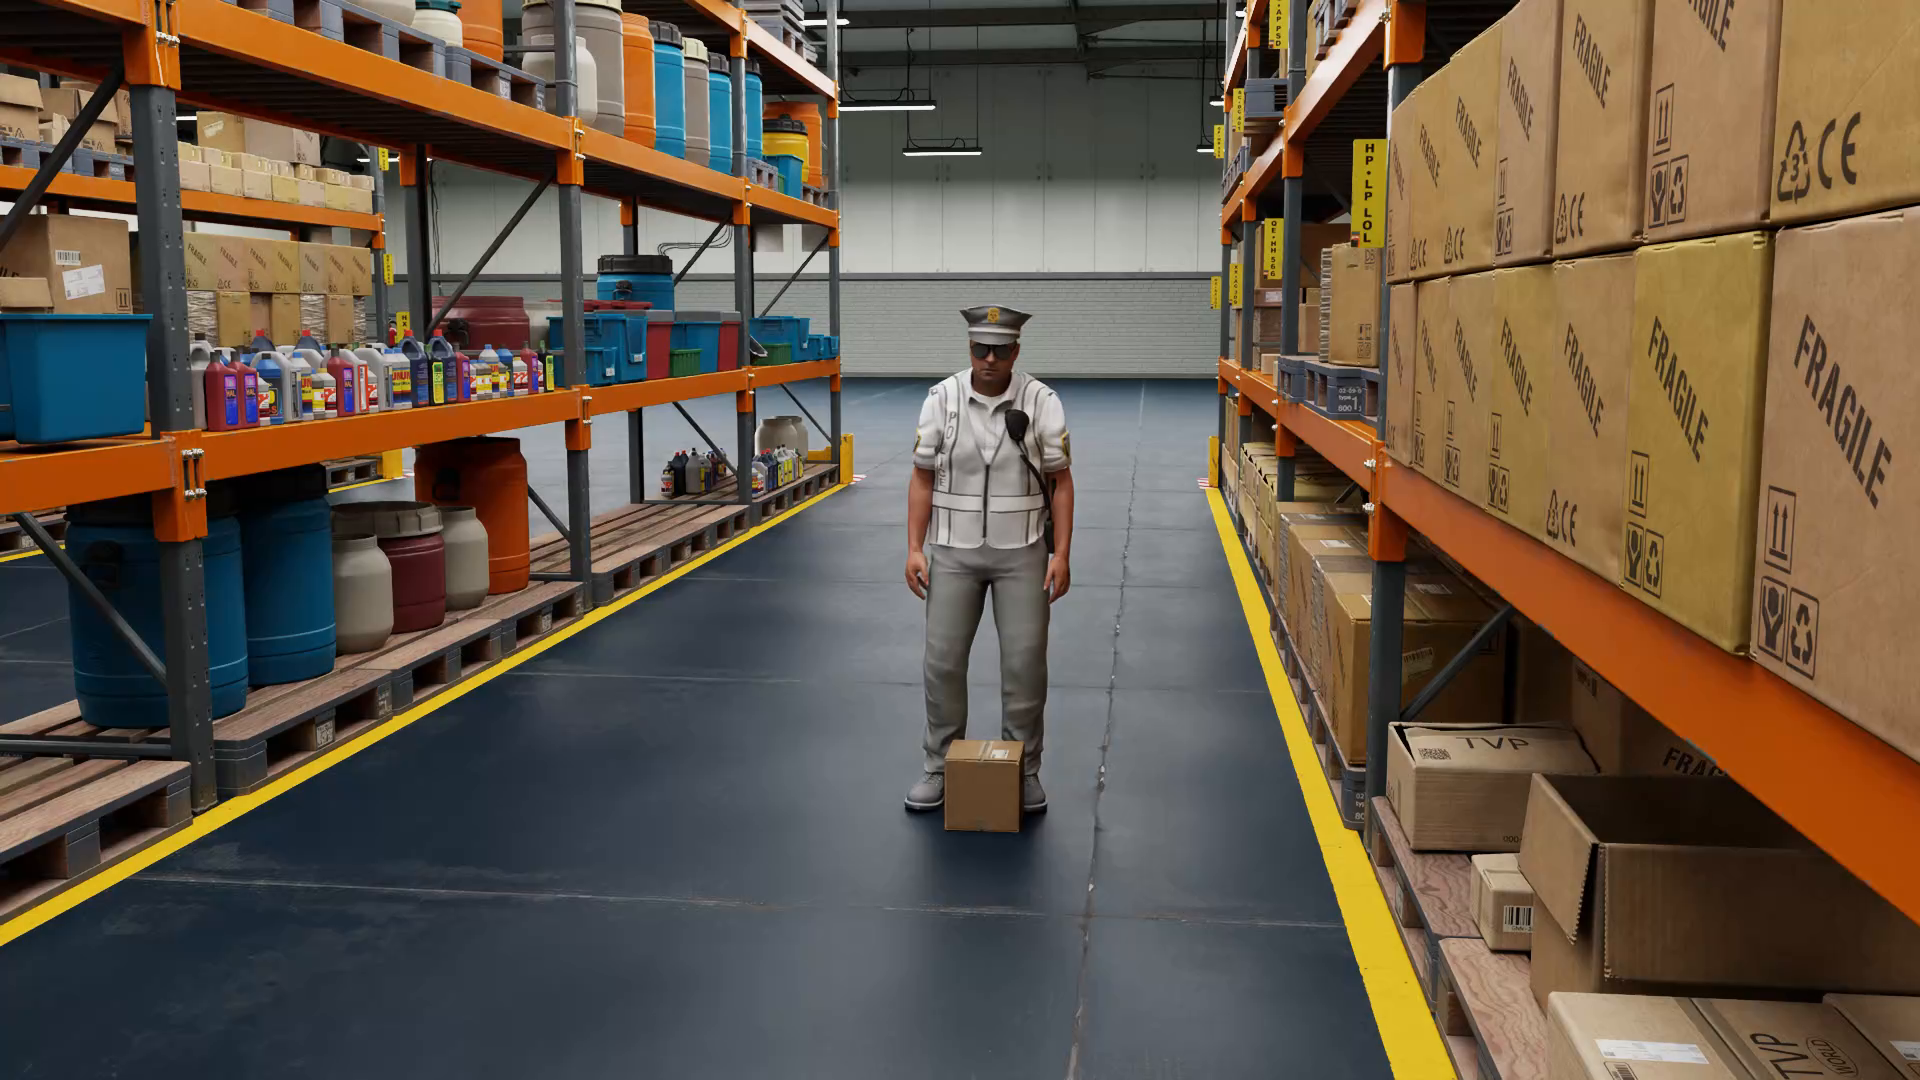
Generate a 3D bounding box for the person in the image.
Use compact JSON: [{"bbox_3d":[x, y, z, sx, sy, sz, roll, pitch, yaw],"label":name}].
[{"bbox_3d":[0.104,0.056,5.837,0.586,1.748,0.439,1,8,7],"label":"person"}]
